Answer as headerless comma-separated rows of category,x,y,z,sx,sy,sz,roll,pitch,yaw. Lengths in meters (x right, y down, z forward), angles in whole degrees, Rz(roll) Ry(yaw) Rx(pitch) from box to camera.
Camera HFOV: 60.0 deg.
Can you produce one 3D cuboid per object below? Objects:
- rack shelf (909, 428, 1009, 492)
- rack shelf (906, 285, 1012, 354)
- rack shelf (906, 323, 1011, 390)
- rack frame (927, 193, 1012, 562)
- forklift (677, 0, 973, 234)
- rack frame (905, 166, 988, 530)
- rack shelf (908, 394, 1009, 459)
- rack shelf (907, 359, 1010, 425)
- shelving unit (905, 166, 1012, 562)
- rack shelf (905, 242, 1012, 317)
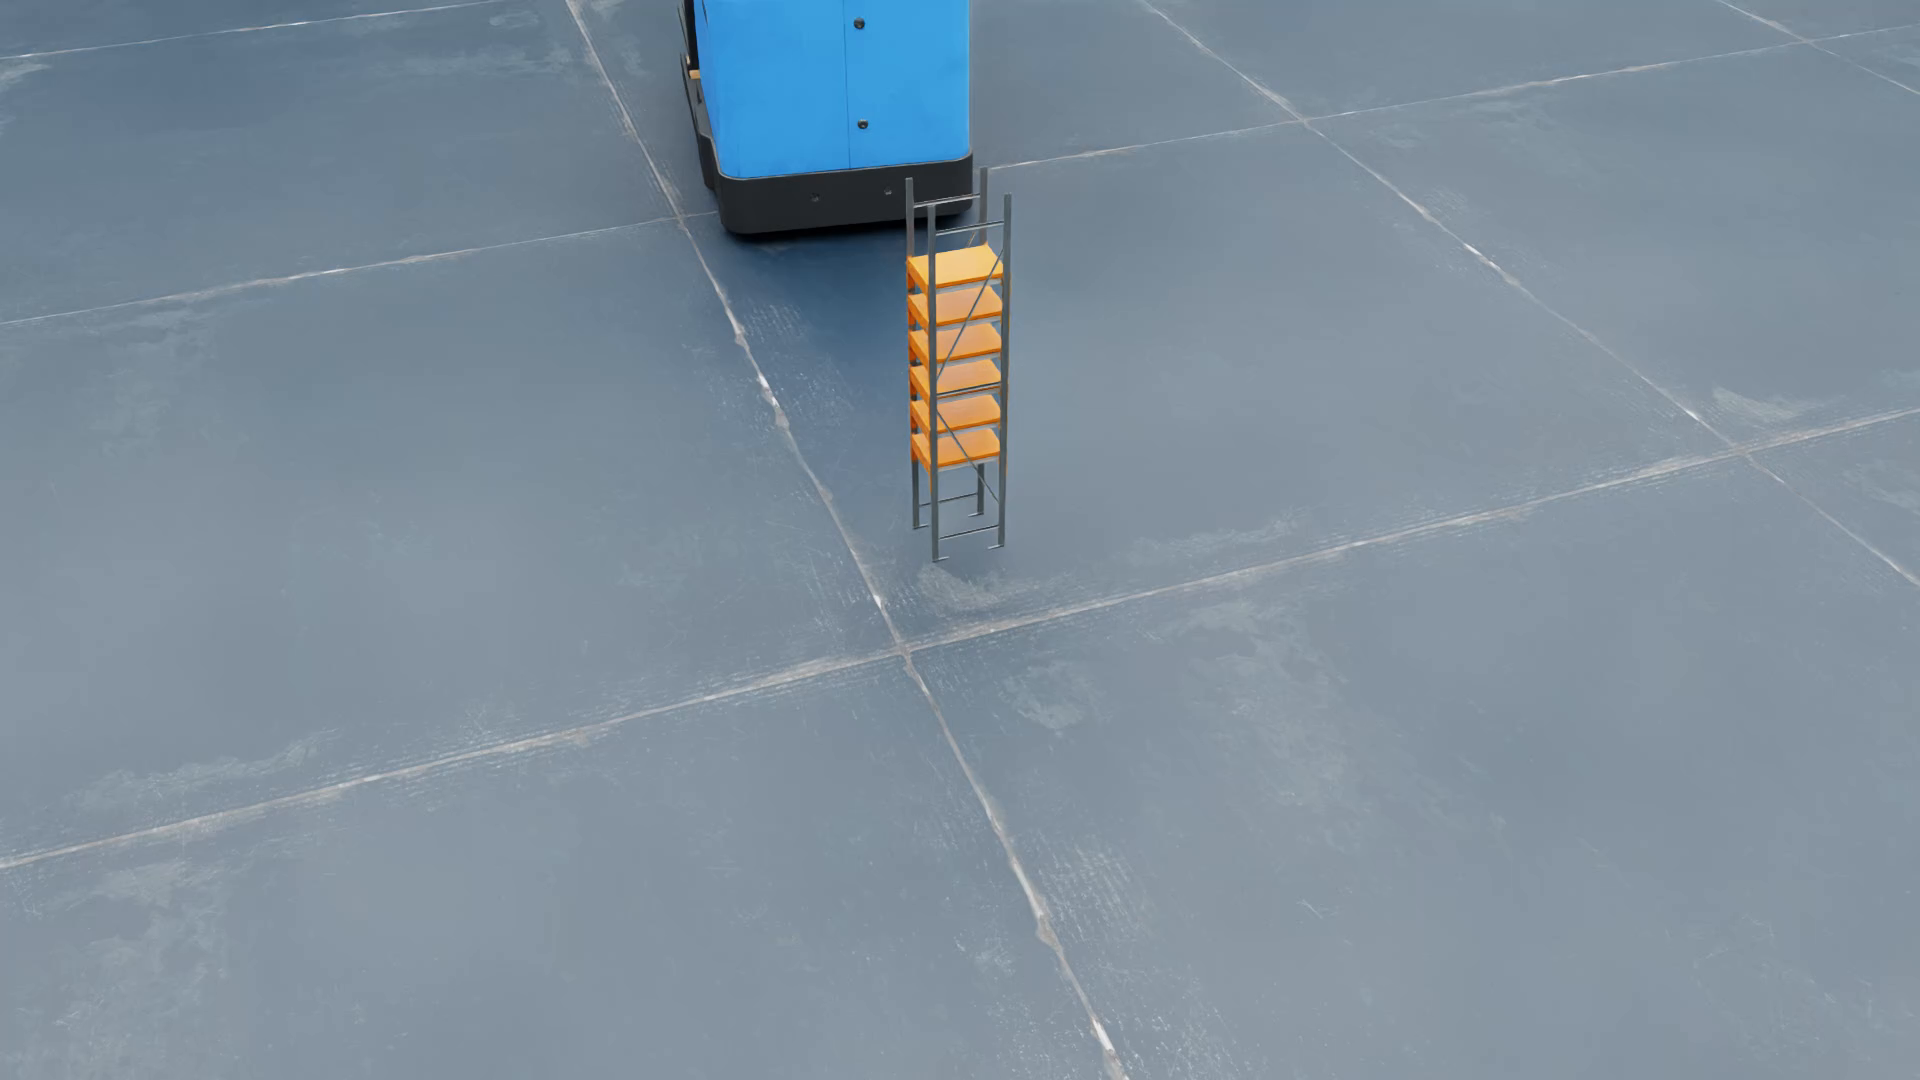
rack shelf,-0.005,-0.260,5.071,0.258,0.103,0.180,-12,39,-16
rack shelf,-0.005,-0.644,4.782,0.258,0.103,0.180,-12,39,-16
rack shelf,-0.005,-0.548,4.854,0.258,0.103,0.180,-12,39,-16
rack frame,0.026,-0.436,4.831,0.240,1.200,0.006,-12,39,-16
forklift,-0.757,-3.307,7.204,1.130,2.935,3.031,-7,38,-10
rack frame,-0.036,-0.539,4.968,0.240,1.200,0.006,-12,39,-16
rack shelf,-0.005,-0.356,4.999,0.258,0.103,0.180,-12,39,-16
rack shelf,-0.005,-0.452,4.927,0.258,0.103,0.180,-12,39,-16
shelving unit,-0.005,-0.487,4.900,0.258,1.200,0.189,-12,39,-16
rack shelf,-0.005,-0.739,4.710,0.258,0.103,0.180,-12,39,-16
